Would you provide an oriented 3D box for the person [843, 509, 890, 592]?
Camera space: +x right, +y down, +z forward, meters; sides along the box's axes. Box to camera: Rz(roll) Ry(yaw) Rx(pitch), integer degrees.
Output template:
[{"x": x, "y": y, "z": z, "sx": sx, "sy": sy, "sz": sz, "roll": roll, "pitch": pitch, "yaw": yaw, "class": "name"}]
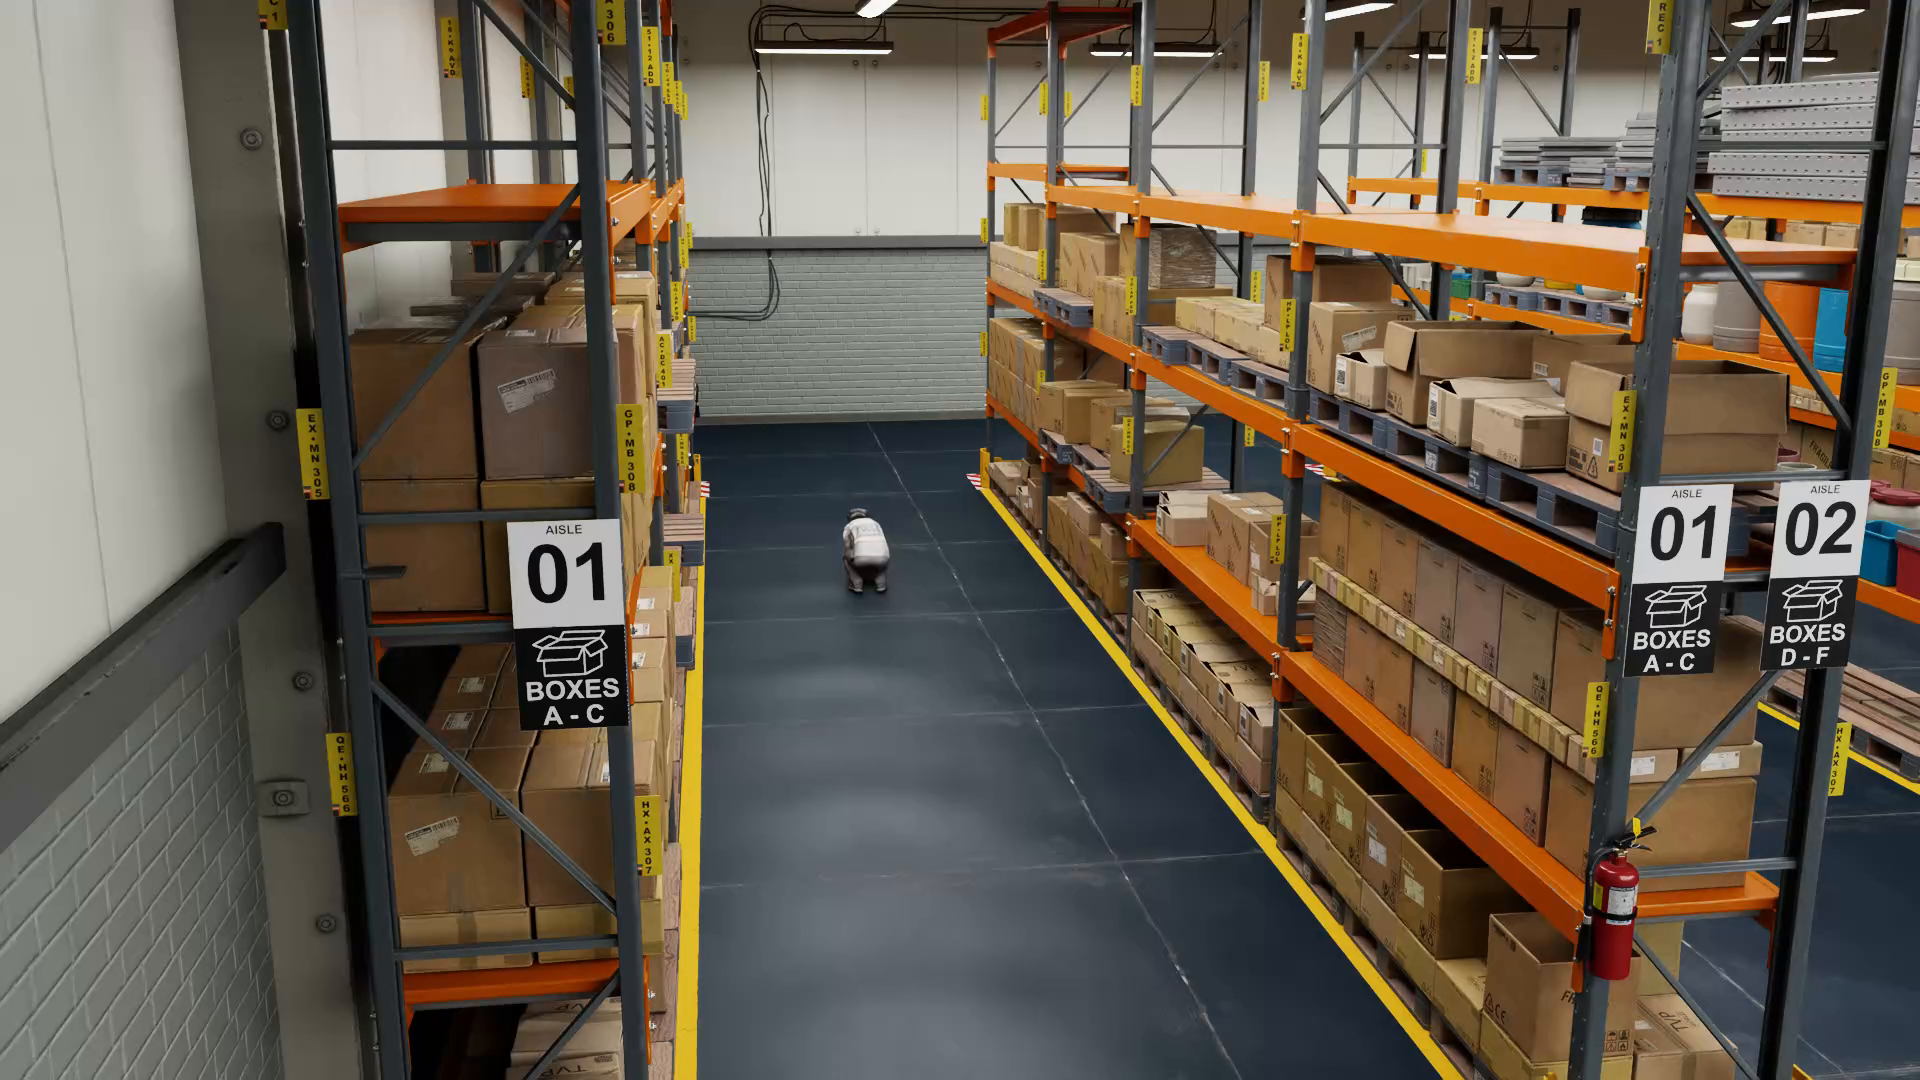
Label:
[{"x": -0.991, "y": 0.143, "z": 17.477, "sx": 0.473, "sy": 0.848, "sz": 0.896, "roll": -2, "pitch": 13, "yaw": -9, "class": "person"}]
